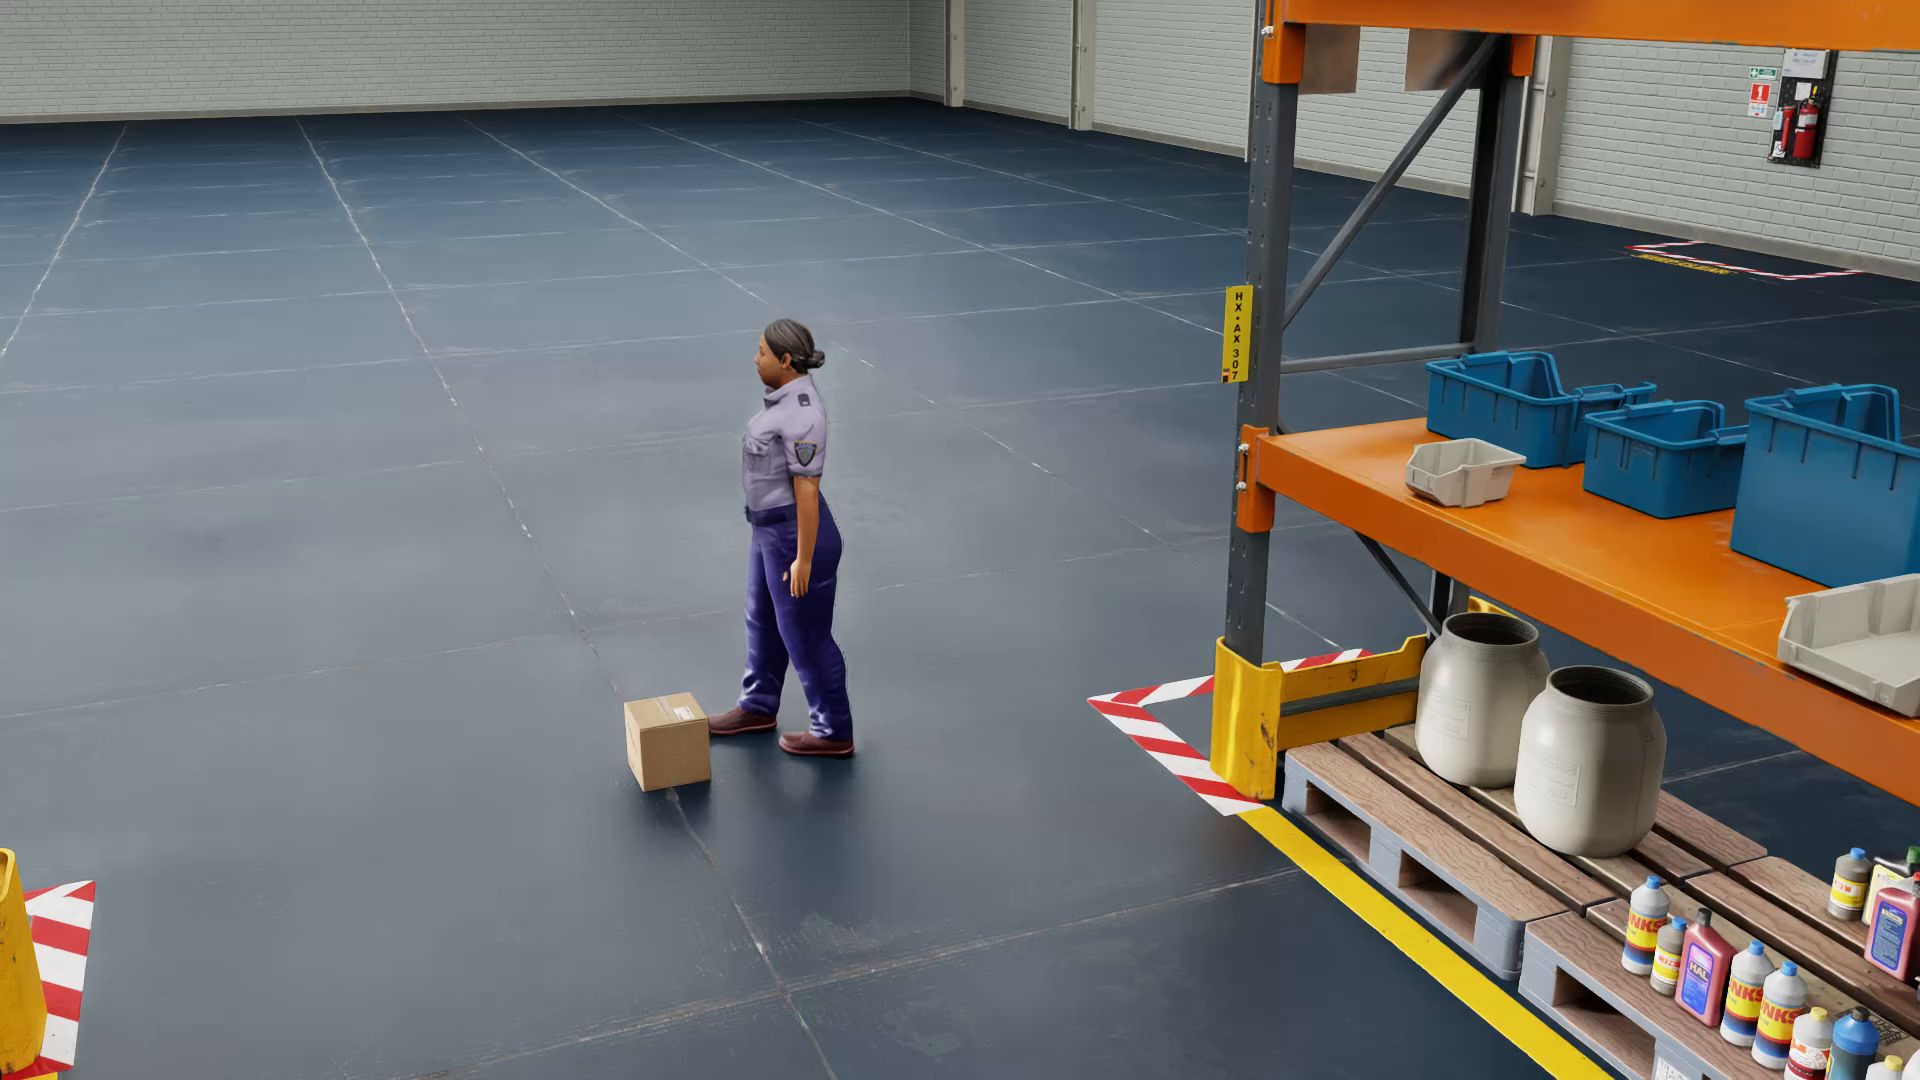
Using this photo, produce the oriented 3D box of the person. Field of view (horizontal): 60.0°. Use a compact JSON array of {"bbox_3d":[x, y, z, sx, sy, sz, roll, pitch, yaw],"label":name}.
[{"bbox_3d":[-0.697,0.012,6.063,0.572,1.629,0.479,-3,19,-10],"label":"person"}]
